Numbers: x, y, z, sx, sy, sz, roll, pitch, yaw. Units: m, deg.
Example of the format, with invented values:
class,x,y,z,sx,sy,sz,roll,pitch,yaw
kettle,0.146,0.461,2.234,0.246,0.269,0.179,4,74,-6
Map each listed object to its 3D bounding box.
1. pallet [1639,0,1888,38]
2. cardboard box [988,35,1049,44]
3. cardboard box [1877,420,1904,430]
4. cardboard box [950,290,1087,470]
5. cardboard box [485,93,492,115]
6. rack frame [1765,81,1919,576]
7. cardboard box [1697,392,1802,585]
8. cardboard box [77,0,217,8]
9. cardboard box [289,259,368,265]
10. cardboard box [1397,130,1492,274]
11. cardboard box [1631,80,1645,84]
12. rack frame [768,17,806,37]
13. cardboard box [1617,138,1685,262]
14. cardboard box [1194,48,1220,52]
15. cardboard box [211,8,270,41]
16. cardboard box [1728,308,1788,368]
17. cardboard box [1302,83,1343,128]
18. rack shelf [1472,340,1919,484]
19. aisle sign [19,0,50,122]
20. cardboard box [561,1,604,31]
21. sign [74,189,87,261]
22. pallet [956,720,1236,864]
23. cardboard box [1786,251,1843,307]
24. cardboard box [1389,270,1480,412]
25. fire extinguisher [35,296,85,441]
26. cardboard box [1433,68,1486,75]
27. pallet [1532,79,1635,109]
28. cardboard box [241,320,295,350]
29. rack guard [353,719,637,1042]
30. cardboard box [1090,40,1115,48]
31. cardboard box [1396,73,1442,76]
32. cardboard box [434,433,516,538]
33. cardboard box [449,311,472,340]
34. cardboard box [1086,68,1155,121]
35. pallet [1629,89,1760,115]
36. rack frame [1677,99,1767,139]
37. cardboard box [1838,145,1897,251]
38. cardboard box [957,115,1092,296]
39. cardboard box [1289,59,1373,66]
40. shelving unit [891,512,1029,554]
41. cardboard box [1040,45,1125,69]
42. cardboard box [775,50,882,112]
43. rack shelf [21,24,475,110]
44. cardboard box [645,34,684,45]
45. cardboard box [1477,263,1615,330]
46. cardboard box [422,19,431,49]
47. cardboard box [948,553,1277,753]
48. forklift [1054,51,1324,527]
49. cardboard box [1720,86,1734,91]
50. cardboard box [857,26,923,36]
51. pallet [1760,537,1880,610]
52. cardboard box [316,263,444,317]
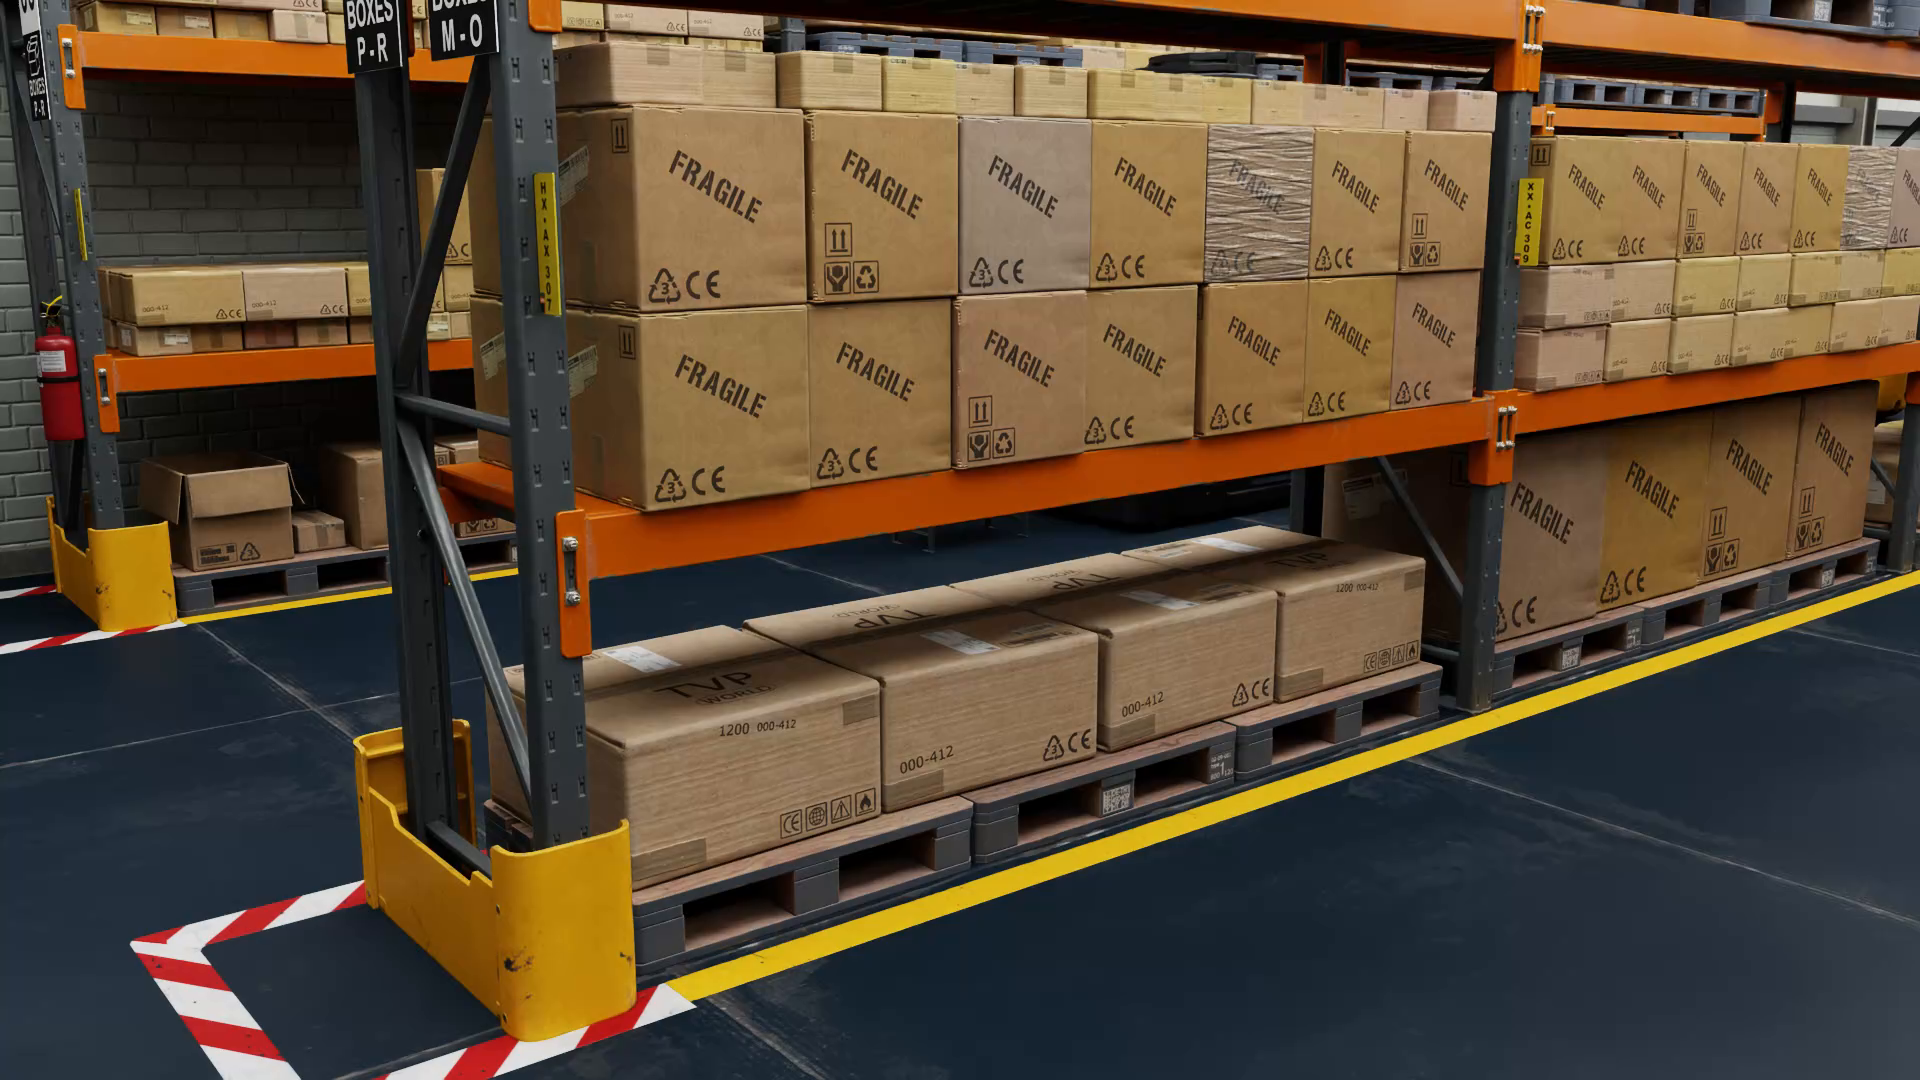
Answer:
class,x,y,z,sx,sy,sz,roll,pitch,yaw
pallet,3.601,-2.494,7.887,1.213,0.211,1.003,-9,15,-35
cardboard box,0.380,-3.419,11.141,0.250,0.149,0.380,-9,15,-36
cardboard box,6.556,-0.543,10.781,0.625,0.372,0.950,-9,15,-36
cardboard box,0.035,-0.517,5.101,0.500,0.500,0.500,-10,15,-38
cardboard box,-1.150,-1.253,4.600,0.250,0.149,0.380,-9,15,-37
rack frame,4.942,-1.357,9.298,0.127,3.000,1.000,-9,15,-38
cardboard box,3.651,-0.332,8.575,0.875,0.875,0.875,-9,15,-37
cardboard box,-3.892,-2.676,7.934,0.500,0.250,0.500,-10,15,-38
cardboard box,-3.423,-1.429,9.280,0.500,0.250,0.500,-9,15,-36
cardboard box,1.622,-1.270,6.240,0.500,0.500,0.500,-10,15,-38
cardboard box,6.310,-4.480,15.855,0.258,0.266,0.396,-10,15,-39
rack frame,-1.286,-4.577,10.020,0.127,3.000,1.000,-9,15,-38
cardboard box,2.721,-1.457,7.121,0.500,0.500,0.500,-10,15,-38
cardboard box,1.711,-3.666,12.349,0.250,0.149,0.380,-9,15,-37
cardboard box,-3.616,-2.540,8.254,0.250,0.149,0.380,-9,15,-37
cardboard box,3.536,-0.974,7.854,0.500,0.250,0.500,-10,15,-39
cardboard box,1.115,-1.519,5.849,0.250,0.149,0.380,-10,15,-38
rack shelf,3.380,-0.746,8.151,4.000,0.370,1.077,-9,15,-38
aisle sign,-4.279,-2.339,7.663,0.004,0.787,0.394,-9,15,-38
cardboard box,-2.312,-2.945,9.200,0.500,0.250,0.500,-9,15,-36
sign,-4.070,-1.459,7.694,0.005,0.325,0.100,-9,15,-38
pallet,0.222,0.771,5.989,1.213,0.211,1.003,-9,15,-38
cardboard box,3.937,-1.287,8.127,0.500,0.250,0.500,-10,16,-39
cardboard box,1.616,-0.785,6.365,0.500,0.500,0.500,-9,15,-37
fire extinguisher,-4.235,-0.809,7.803,0.183,0.674,0.296,-9,15,-38
cardboard box,4.292,-4.087,14.288,0.250,0.149,0.380,-9,15,-38
pallet,5.611,-4.220,15.770,1.213,0.211,1.003,-9,15,-38
cardboard box,-3.628,-1.079,8.594,0.250,0.149,0.380,-10,15,-38
rack guard,-1.324,0.907,4.655,0.348,0.500,1.175,-9,15,-38
cardboard box,0.883,-3.542,11.765,0.250,0.149,0.380,-9,15,-37
cardboard box,4.055,-4.149,14.579,0.250,0.149,0.380,-9,15,-38
cardboard box,-2.705,-0.327,9.455,0.500,0.500,0.500,-9,15,-37
cardboard box,-2.751,-1.195,9.142,0.250,0.149,0.380,-9,15,-36
cardboard box,0.382,-1.370,5.149,0.250,0.149,0.380,-10,16,-39
pallet,7.516,-4.536,17.261,1.213,0.211,1.003,-9,15,-38
rack frame,8.085,-3.200,17.976,0.127,3.000,1.000,-9,15,-38
cardboard box,4.306,-1.718,8.348,0.500,0.500,0.500,-9,15,-37
cardboard box,0.044,-1.009,5.013,0.500,0.500,0.500,-10,15,-38
cardboard box,2.887,-4.068,13.353,0.500,0.500,0.700,-10,15,-39
shelving unit,0.005,-0.735,9.977,0.755,1.500,0.431,-9,15,-38
cardboard box,0.806,-3.319,11.679,0.500,0.250,0.500,-9,15,-38
cardboard box,-0.420,-1.236,4.519,0.250,0.149,0.380,-9,15,-36
rack shelf,-2.847,-2.499,9.184,4.000,0.370,1.077,-9,15,-38
cardboard box,-1.790,-2.828,9.608,0.250,0.149,0.380,-9,15,-36
cardboard box,2.338,-1.021,6.871,0.500,0.250,0.500,-10,16,-39
cardboard box,-2.757,-2.655,8.793,0.250,0.149,0.380,-9,15,-38
cardboard box,0.562,0.390,6.227,0.875,0.438,0.875,-10,16,-39
forklift,1.870,-1.744,11.286,3.031,2.935,1.130,-10,16,-40
cardboard box,7.627,-4.642,16.898,0.250,0.149,0.380,-10,16,-39
cardboard box,-0.444,-3.292,10.544,0.250,0.149,0.380,-9,15,-37
pallet,4.279,0.097,9.164,1.213,0.211,1.003,-9,15,-38
cardboard box,-3.099,-1.343,8.875,0.500,0.250,0.500,-10,15,-39
